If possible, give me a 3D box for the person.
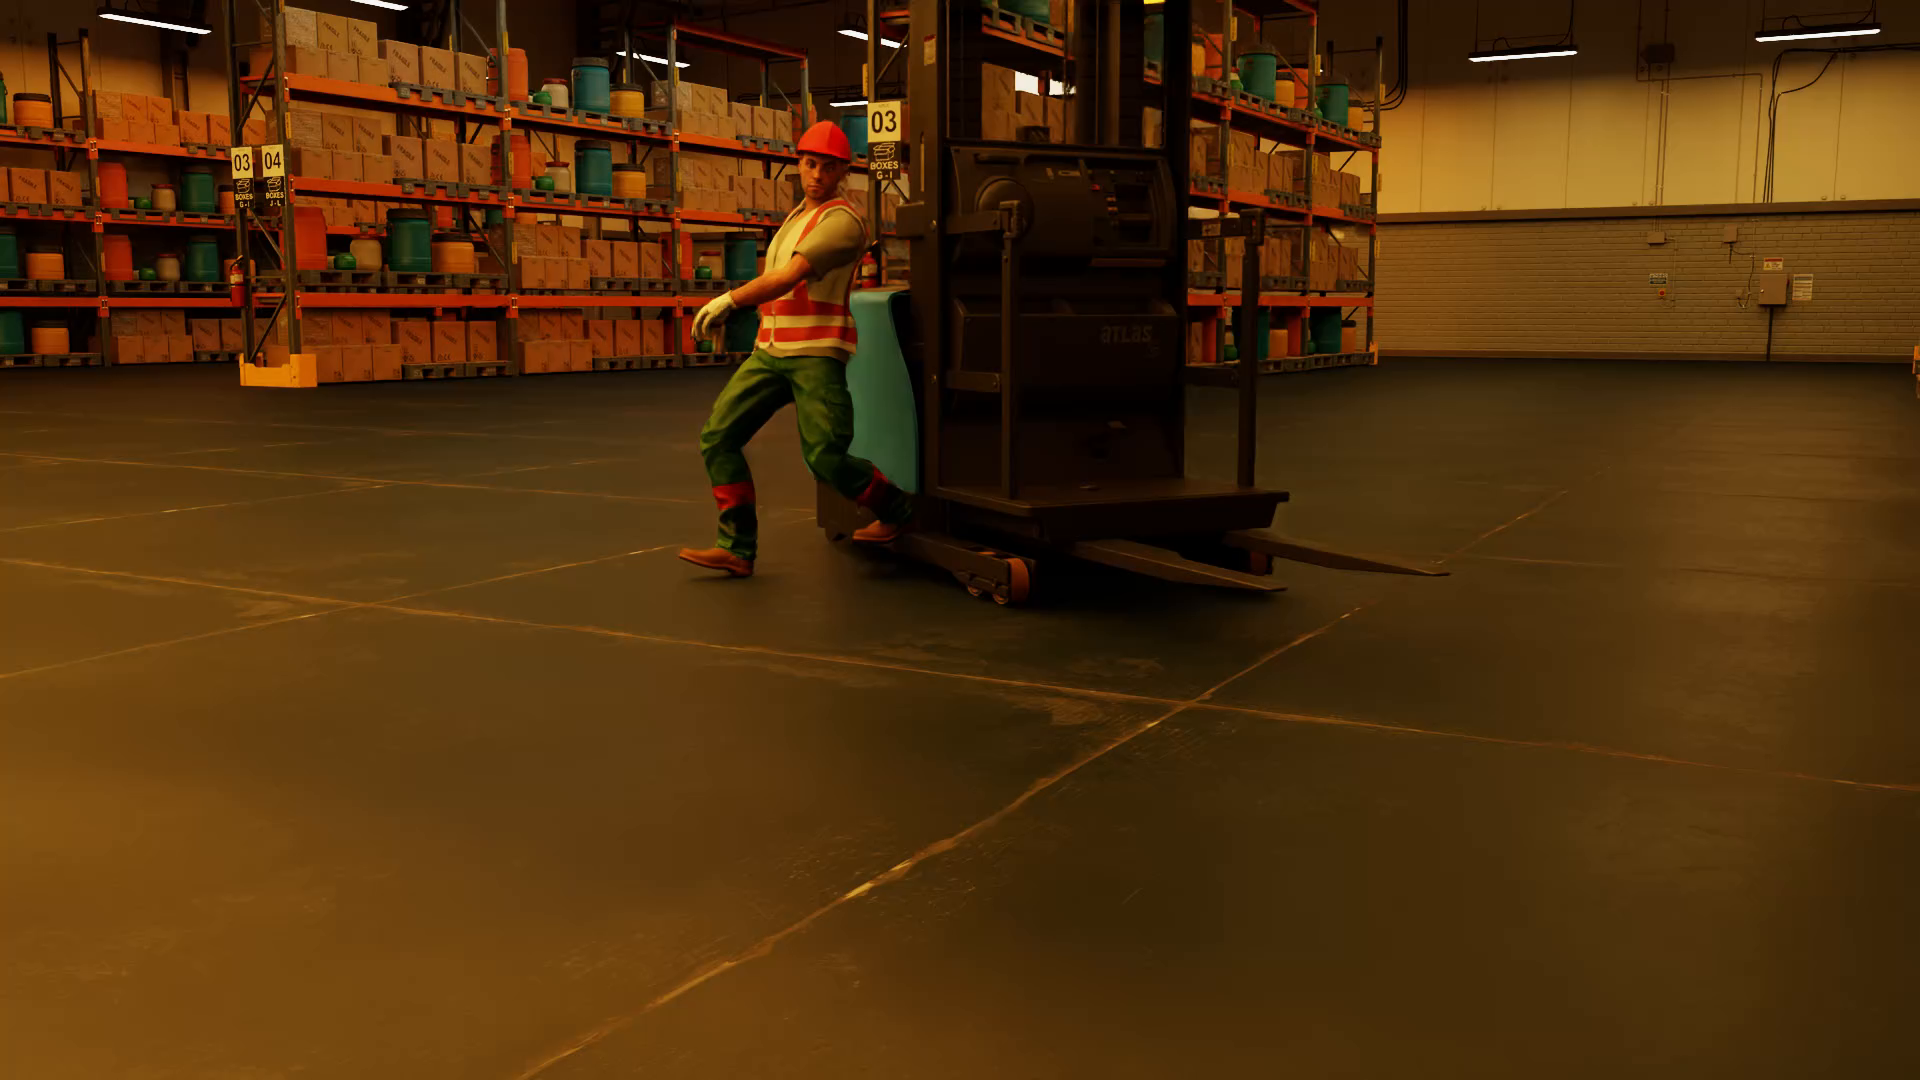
[{"bbox_3d":[-0.629,-0.694,6.234,0.827,1.697,0.734,-6,10,-39],"label":"person"}]

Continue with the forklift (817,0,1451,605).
[{"bbox_3d":[0.491,-1.297,5.990,1.130,2.935,3.031,-4,9,-26],"label":"forklift"}]
